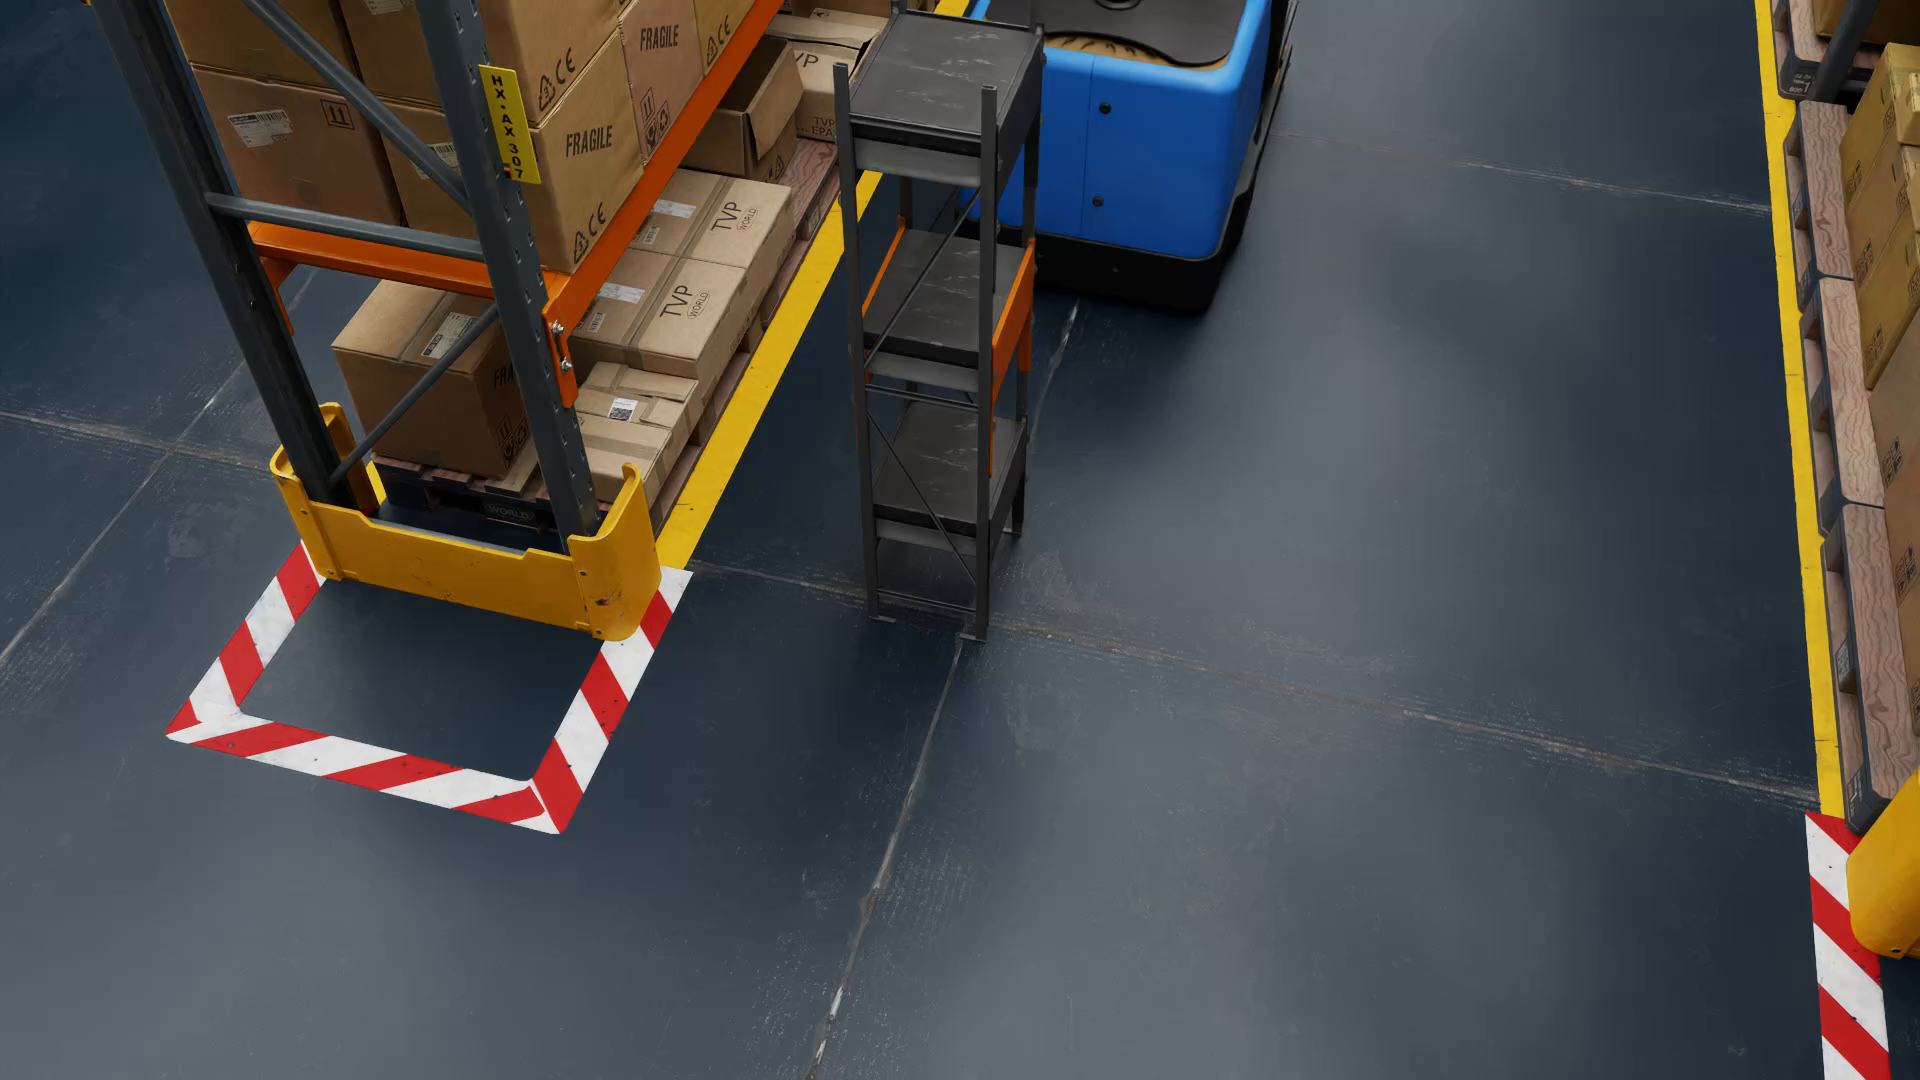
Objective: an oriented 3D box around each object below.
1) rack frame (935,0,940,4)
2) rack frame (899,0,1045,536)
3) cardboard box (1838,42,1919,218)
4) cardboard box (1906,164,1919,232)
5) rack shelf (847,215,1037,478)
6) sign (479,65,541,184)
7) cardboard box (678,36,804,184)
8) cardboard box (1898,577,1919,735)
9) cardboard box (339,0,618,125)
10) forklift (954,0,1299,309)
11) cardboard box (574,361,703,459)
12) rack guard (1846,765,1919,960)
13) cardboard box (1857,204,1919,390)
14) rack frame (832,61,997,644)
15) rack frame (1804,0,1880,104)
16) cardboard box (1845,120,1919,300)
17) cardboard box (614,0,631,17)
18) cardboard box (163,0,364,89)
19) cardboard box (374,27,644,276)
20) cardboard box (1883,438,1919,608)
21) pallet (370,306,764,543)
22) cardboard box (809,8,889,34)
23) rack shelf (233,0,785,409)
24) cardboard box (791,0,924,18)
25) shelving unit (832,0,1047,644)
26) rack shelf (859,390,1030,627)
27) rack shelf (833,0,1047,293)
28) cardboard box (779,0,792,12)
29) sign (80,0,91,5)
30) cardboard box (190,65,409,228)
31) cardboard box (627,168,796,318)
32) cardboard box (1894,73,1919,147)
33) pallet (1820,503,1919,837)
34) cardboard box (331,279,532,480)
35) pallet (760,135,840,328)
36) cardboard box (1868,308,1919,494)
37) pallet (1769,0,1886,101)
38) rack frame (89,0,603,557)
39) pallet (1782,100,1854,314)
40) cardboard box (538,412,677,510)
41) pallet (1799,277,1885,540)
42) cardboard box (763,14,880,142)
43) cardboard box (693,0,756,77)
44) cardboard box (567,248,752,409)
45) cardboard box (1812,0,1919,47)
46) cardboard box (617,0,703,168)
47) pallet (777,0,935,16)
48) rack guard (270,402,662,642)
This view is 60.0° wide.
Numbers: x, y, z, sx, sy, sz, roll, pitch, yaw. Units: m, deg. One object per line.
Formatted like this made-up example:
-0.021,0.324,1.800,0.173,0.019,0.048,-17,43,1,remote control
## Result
-0.572,-3.726,7.038,1.000,3.000,0.127,12,50,10,rack frame
0.021,-0.752,5.013,0.400,2.100,0.015,12,50,10,rack frame
3.912,-1.542,6.497,0.700,0.500,0.500,12,50,11,cardboard box
3.508,-1.167,5.734,0.380,0.149,0.250,10,49,9,cardboard box
-0.044,-0.566,4.867,0.431,0.518,0.480,12,50,10,rack shelf
-1.102,-1.012,4.065,0.100,0.325,0.005,12,50,10,sign
-1.062,-1.685,6.608,0.797,0.503,0.637,12,50,10,cardboard box
3.243,0.305,4.868,0.700,0.500,0.500,12,50,10,cardboard box
-1.254,-1.465,4.309,0.500,0.500,0.500,13,50,11,cardboard box
0.882,-2.996,6.439,1.130,2.935,3.031,12,50,11,forklift
-1.118,-0.456,5.748,0.380,0.166,0.250,12,50,10,cardboard box
3.148,0.987,4.546,1.175,0.500,0.348,12,50,10,rack guard
3.639,-0.808,5.850,0.700,0.500,0.500,13,50,11,cardboard box
-0.108,-0.399,4.701,0.400,2.100,0.015,12,50,10,rack frame
4.208,-2.751,6.177,1.000,3.000,0.127,12,50,10,rack frame
3.776,-1.179,6.177,0.700,0.500,0.500,11,50,10,cardboard box
-1.124,-1.845,4.644,0.500,0.500,0.500,12,50,10,cardboard box
-1.773,-1.573,4.404,0.500,0.500,0.500,11,50,10,cardboard box
-1.254,-1.134,4.684,0.500,0.500,0.500,13,50,11,cardboard box
3.374,-0.057,5.187,0.700,0.500,0.500,11,50,10,cardboard box
-1.396,-0.541,6.087,1.003,0.211,1.213,12,50,10,pallet
-0.490,-2.177,7.279,0.380,0.149,0.250,12,50,10,cardboard box
-1.099,-2.041,6.031,1.077,0.370,4.000,12,50,10,rack shelf
-0.449,-2.576,7.397,0.500,0.500,0.500,12,50,10,cardboard box
-0.044,-0.575,4.857,0.431,2.100,0.503,12,50,10,shelving unit
-0.044,-0.103,5.392,0.431,0.518,0.480,12,50,10,rack shelf
-0.044,-1.029,4.342,0.431,0.518,0.480,12,50,10,rack shelf
-0.892,-2.721,7.650,0.500,0.311,0.500,12,50,10,cardboard box
-2.155,-1.444,4.041,0.100,0.325,0.005,12,50,10,sign
-1.770,-1.243,4.780,0.500,0.500,0.500,13,50,11,cardboard box
-0.945,-1.129,6.286,0.500,0.250,0.500,12,50,10,cardboard box
3.646,-1.545,6.067,0.380,0.149,0.250,13,50,11,cardboard box
3.290,0.471,5.193,1.003,0.211,1.213,12,50,10,pallet
-1.720,-0.593,5.646,0.500,0.500,0.500,12,50,10,cardboard box
-1.073,-1.421,6.864,1.003,0.211,1.213,12,50,10,pallet
3.506,-0.421,5.508,0.700,0.500,0.500,10,49,9,cardboard box
4.338,-2.401,7.728,1.003,0.211,1.213,12,50,10,pallet
-1.625,-0.832,4.484,1.000,3.000,0.127,12,50,10,rack frame
3.932,-1.294,6.751,1.003,0.211,1.213,12,50,10,pallet
-1.183,-0.270,5.595,0.380,0.149,0.250,12,50,10,cardboard box
3.613,-0.408,5.970,1.003,0.211,1.213,12,50,10,pallet
-0.646,-1.971,6.989,0.500,0.311,0.500,12,50,10,cardboard box
-0.988,-1.871,5.334,0.500,0.500,0.500,11,50,10,cardboard box
-1.077,-0.767,5.967,0.500,0.250,0.500,12,50,10,cardboard box
4.253,-2.674,7.263,0.750,0.750,0.750,12,50,10,cardboard box
-1.123,-1.509,5.014,0.500,0.500,0.500,11,50,10,cardboard box
-0.754,-2.306,7.645,1.003,0.211,1.213,12,50,10,pallet
-1.605,-0.060,5.470,1.175,0.500,0.348,12,50,10,rack guard
